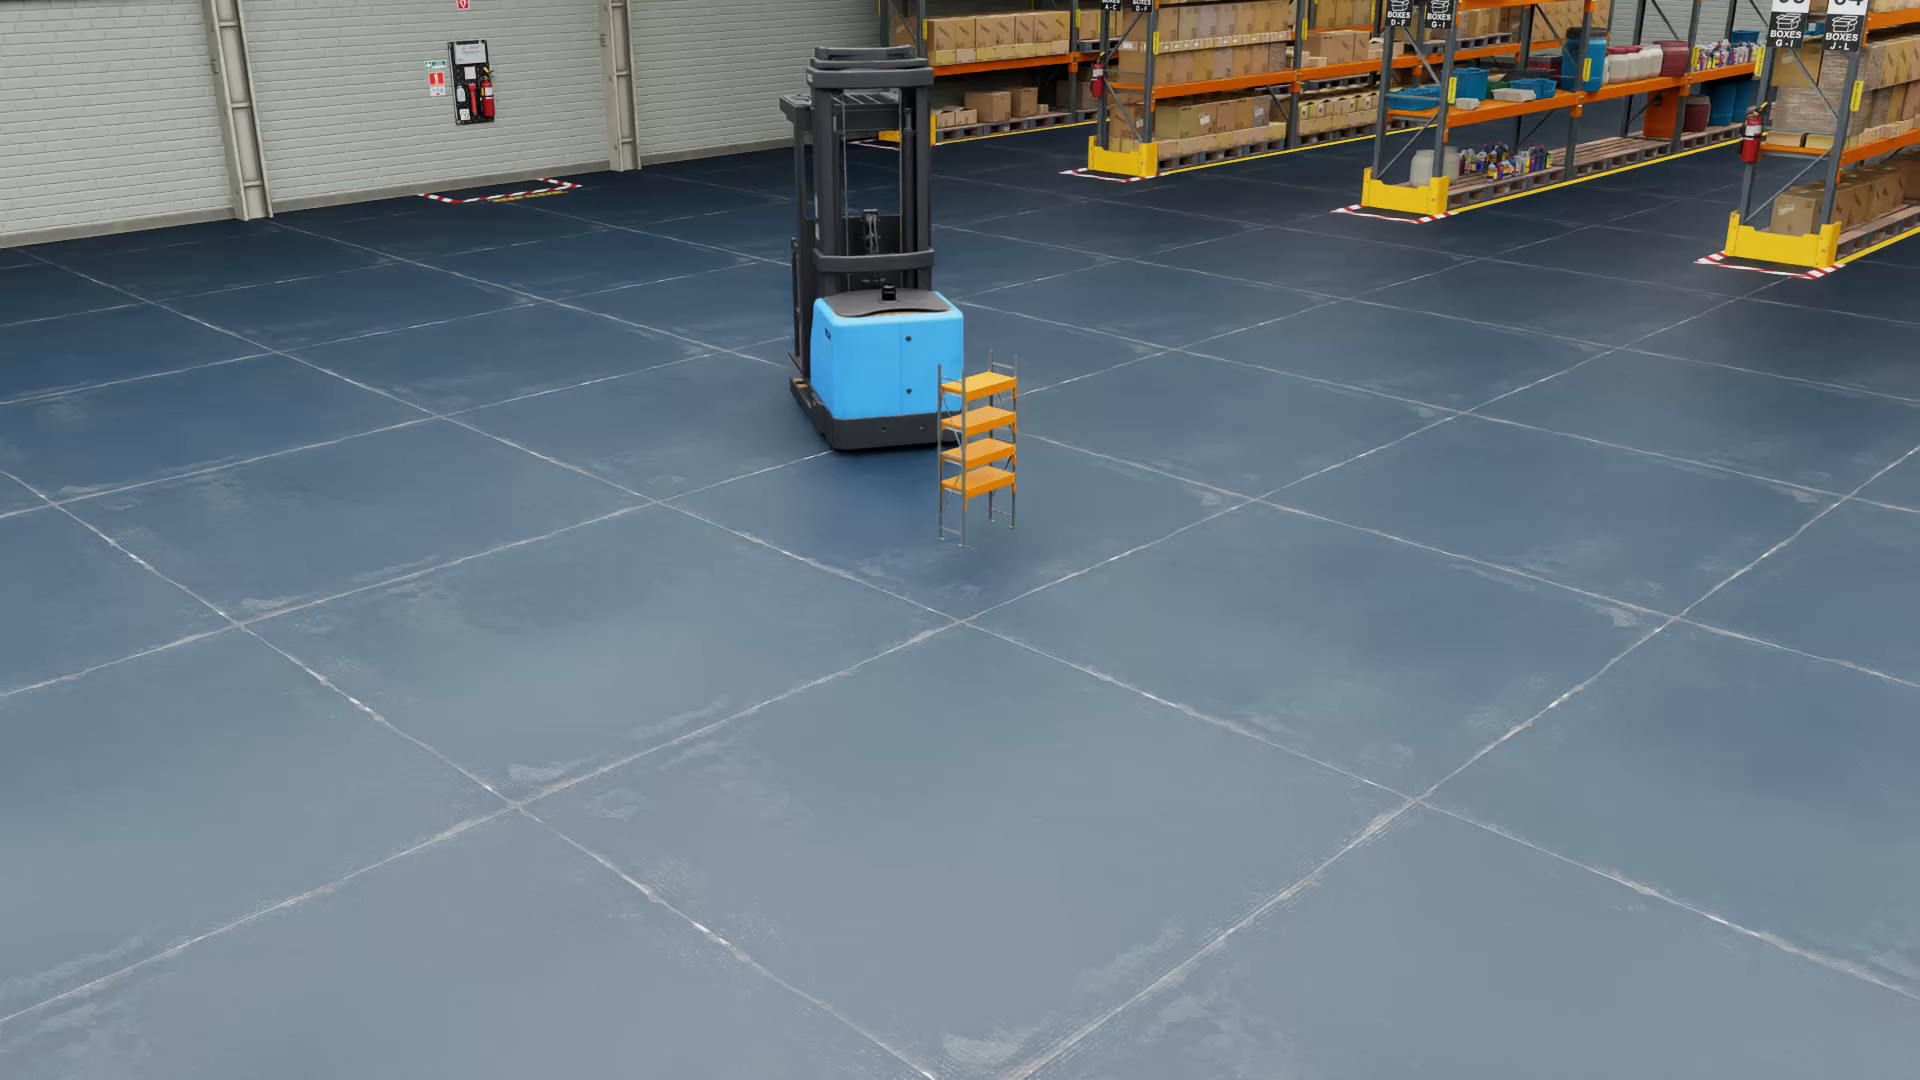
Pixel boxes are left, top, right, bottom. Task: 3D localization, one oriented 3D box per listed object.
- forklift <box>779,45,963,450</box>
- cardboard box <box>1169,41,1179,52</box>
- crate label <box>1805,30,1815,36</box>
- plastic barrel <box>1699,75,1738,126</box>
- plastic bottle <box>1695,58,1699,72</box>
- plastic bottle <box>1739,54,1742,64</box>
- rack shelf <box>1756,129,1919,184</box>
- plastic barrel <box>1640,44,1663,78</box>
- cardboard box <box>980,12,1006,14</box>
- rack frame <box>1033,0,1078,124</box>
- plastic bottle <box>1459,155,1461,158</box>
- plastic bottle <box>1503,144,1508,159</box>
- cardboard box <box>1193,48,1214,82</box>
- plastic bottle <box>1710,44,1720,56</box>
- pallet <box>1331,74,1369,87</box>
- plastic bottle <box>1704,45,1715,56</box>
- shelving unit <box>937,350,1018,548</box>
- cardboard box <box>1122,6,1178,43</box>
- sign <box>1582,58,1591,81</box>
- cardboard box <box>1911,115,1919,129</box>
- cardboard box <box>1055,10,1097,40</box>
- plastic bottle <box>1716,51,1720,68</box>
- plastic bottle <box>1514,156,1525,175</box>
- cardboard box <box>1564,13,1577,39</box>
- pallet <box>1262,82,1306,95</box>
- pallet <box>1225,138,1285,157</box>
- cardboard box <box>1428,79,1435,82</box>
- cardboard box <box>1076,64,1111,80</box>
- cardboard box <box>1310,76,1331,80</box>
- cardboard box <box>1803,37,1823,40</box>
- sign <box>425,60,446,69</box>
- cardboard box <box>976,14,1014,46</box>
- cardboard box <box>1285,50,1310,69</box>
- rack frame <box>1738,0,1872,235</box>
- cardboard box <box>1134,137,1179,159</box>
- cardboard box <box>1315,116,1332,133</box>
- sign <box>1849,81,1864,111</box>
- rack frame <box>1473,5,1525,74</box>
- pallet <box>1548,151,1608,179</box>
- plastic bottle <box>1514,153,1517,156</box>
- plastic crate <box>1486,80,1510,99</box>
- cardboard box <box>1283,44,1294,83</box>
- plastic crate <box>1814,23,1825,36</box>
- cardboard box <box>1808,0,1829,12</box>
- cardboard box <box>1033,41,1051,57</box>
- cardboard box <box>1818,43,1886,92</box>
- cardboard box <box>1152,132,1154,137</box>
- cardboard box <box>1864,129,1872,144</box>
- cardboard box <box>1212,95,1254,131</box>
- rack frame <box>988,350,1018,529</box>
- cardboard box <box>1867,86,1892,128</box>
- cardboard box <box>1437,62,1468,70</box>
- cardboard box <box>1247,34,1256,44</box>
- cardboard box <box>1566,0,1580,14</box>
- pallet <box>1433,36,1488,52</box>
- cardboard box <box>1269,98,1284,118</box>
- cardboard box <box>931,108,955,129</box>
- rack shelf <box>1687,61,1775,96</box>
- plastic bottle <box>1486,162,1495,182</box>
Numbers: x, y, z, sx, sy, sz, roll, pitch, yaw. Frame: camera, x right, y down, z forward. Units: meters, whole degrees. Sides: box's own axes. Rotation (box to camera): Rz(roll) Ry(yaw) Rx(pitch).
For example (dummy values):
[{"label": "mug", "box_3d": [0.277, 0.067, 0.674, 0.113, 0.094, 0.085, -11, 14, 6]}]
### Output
[{"label": "forklift", "box_3d": [-0.834, -2.553, 13.631, 1.130, 2.935, 3.031, -6, 22, -14]}, {"label": "cardboard box", "box_3d": [3.171, -7.655, 25.766, 0.380, 0.149, 0.250, 18, 28, 39]}, {"label": "crate label", "box_3d": [16.861, -10.031, 33.141, 0.416, 0.233, 0.303, 19, 28, 41]}, {"label": "plastic barrel", "box_3d": [13.593, -7.933, 29.872, 0.600, 0.901, 0.708, 19, 28, 41]}, {"label": "plastic bottle", "box_3d": [12.322, -7.999, 27.884, 0.097, 0.271, 0.097, 0, 21, 0]}, {"label": "plastic bottle", "box_3d": [13.673, -8.464, 29.192, 0.097, 0.201, 0.097, 0, 21, 0]}, {"label": "rack shelf", "box_3d": [11.051, -4.888, 20.613, 1.077, 0.370, 4.000, 19, 28, 41]}, {"label": "plastic barrel", "box_3d": [11.124, -7.740, 26.875, 0.421, 0.512, 0.421, 0, 21, 0]}, {"label": "cardboard box", "box_3d": [0.607, -9.419, 30.535, 0.500, 0.500, 0.500, -19, 28, -41]}, {"label": "rack frame", "box_3d": [1.800, -9.457, 31.498, 1.000, 3.000, 0.127, 19, 28, 41]}, {"label": "plastic bottle", "box_3d": [7.270, -5.523, 24.446, 0.152, 0.276, 0.135, 20, 28, 41]}, {"label": "plastic bottle", "box_3d": [8.361, -5.937, 25.530, 0.097, 0.271, 0.097, 0, 21, 0]}, {"label": "cardboard box", "box_3d": [3.609, -7.616, 26.569, 0.700, 0.500, 0.500, 19, 28, 41]}, {"label": "plastic bottle", "box_3d": [13.100, -8.413, 28.851, 0.144, 0.351, 0.185, 19, 28, 41]}, {"label": "pallet", "box_3d": [8.818, -10.703, 38.626, 1.003, 0.211, 1.213, 19, 28, 41]}, {"label": "plastic bottle", "box_3d": [13.346, -8.676, 29.640, 0.152, 0.276, 0.135, 19, 28, 41]}, {"label": "shelving unit", "box_3d": [0.115, -0.603, 10.970, 0.258, 1.200, 0.503, 19, 28, 41]}, {"label": "cardboard box", "box_3d": [2.933, -7.973, 25.689, 0.700, 0.500, 0.500, 19, 28, 41]}, {"label": "sign", "box_3d": [9.284, -6.966, 24.632, 0.100, 0.325, 0.005, 19, 28, 41]}, {"label": "cardboard box", "box_3d": [12.014, -5.288, 21.003, 0.380, 0.149, 0.250, 19, 28, 41]}, {"label": "cardboard box", "box_3d": [2.179, -9.831, 31.720, 0.700, 0.500, 0.500, 19, 28, 41]}, {"label": "plastic bottle", "box_3d": [12.967, -8.236, 28.502, 0.097, 0.271, 0.097, 0, 21, 0]}, {"label": "plastic bottle", "box_3d": [8.180, -5.501, 24.388, 0.135, 0.276, 0.152, -20, 28, -41]}, {"label": "cardboard box", "box_3d": [12.542, -10.776, 34.790, 0.500, 0.500, 0.500, 19, 28, 40]}, {"label": "pallet", "box_3d": [6.896, -9.995, 36.784, 1.003, 0.211, 1.213, 19, 28, 41]}, {"label": "pallet", "box_3d": [4.767, -6.723, 28.271, 1.003, 0.211, 1.213, 19, 28, 41]}, {"label": "cardboard box", "box_3d": [8.987, -8.717, 32.444, 0.500, 0.500, 0.500, 18, 27, 39]}, {"label": "cardboard box", "box_3d": [2.606, -9.153, 32.533, 0.500, 0.250, 0.500, 19, 28, 40]}, {"label": "cardboard box", "box_3d": [7.975, -10.709, 37.655, 0.700, 0.500, 0.500, 20, 29, 41]}, {"label": "cardboard box", "box_3d": [10.207, -5.695, 19.763, 0.500, 0.500, 0.500, 19, 28, 41]}, {"label": "sign", "box_3d": [-7.509, -6.804, 23.807, 0.001, 0.109, 0.331, 19, 28, 41]}, {"label": "cardboard box", "box_3d": [0.626, -9.157, 29.854, 0.500, 0.500, 0.500, -19, 28, -40]}, {"label": "cardboard box", "box_3d": [5.663, -8.286, 28.660, 0.500, 0.250, 0.500, -18, 27, -39]}, {"label": "rack frame", "box_3d": [9.656, -4.710, 19.147, 1.000, 3.000, 0.127, 19, 28, 41]}, {"label": "cardboard box", "box_3d": [3.094, -6.185, 26.232, 0.500, 0.250, 0.500, 19, 28, 41]}, {"label": "cardboard box", "box_3d": [6.168, -7.303, 29.142, 0.500, 0.250, 0.500, -19, 28, -41]}, {"label": "sign", "box_3d": [10.045, -4.978, 18.638, 0.100, 0.325, 0.005, 19, 28, 41]}, {"label": "rack frame", "box_3d": [10.932, -10.275, 33.625, 1.000, 3.000, 0.127, 19, 28, 41]}, {"label": "pallet", "box_3d": [9.418, -5.887, 26.098, 1.003, 0.211, 1.213, 19, 28, 41]}, {"label": "plastic bottle", "box_3d": [8.204, -5.564, 24.542, 0.061, 0.283, 0.133, 19, 28, 41]}, {"label": "plastic crate", "box_3d": [7.748, -6.600, 24.361, 0.450, 0.188, 0.662, 19, 28, 41]}, {"label": "cardboard box", "box_3d": [7.020, -10.506, 36.639, 0.750, 0.750, 0.750, 20, 28, 41]}, {"label": "plastic crate", "box_3d": [17.169, -9.974, 32.710, 0.616, 0.435, 0.499, 19, 28, 41]}, {"label": "cardboard box", "box_3d": [9.810, -6.227, 19.123, 0.500, 0.250, 0.500, -19, 28, -41]}, {"label": "cardboard box", "box_3d": [1.333, -9.073, 30.680, 0.500, 0.250, 0.500, 19, 28, 41]}, {"label": "cardboard box", "box_3d": [10.235, -5.435, 19.086, 0.500, 0.500, 0.500, 19, 28, 41]}, {"label": "cardboard box", "box_3d": [3.064, -6.446, 26.911, 0.500, 0.250, 0.500, 19, 28, 41]}, {"label": "cardboard box", "box_3d": [10.558, -4.795, 19.720, 0.380, 0.149, 0.250, 19, 28, 41]}, {"label": "cardboard box", "box_3d": [4.481, -7.052, 27.442, 0.500, 0.500, 0.500, 19, 28, 41]}, {"label": "rack frame", "box_3d": [0.286, -0.665, 11.133, 0.240, 1.200, 0.015, 19, 28, 41]}, {"label": "cardboard box", "box_3d": [10.702, -5.306, 20.144, 0.875, 0.500, 0.500, 19, 28, 41]}, {"label": "cardboard box", "box_3d": [9.723, -9.343, 33.027, 0.500, 0.250, 0.500, 19, 28, 41]}, {"label": "cardboard box", "box_3d": [4.604, -8.183, 27.140, 0.380, 0.149, 0.250, 19, 28, 40]}, {"label": "cardboard box", "box_3d": [12.541, -11.236, 34.595, 0.500, 0.500, 0.500, -19, 28, -40]}, {"label": "pallet", "box_3d": [9.495, -9.658, 32.288, 1.003, 0.211, 1.213, 19, 28, 41]}, {"label": "cardboard box", "box_3d": [5.428, -7.568, 29.050, 0.500, 0.311, 0.500, 19, 28, 41]}, {"label": "cardboard box", "box_3d": [-0.444, -7.534, 29.631, 0.500, 0.311, 0.500, 15, 26, 35]}, {"label": "rack shelf", "box_3d": [13.083, -8.184, 29.189, 1.077, 0.370, 4.000, 19, 28, 41]}, {"label": "plastic bottle", "box_3d": [7.595, -5.269, 23.792, 0.097, 0.271, 0.097, 0, 21, 0]}]
